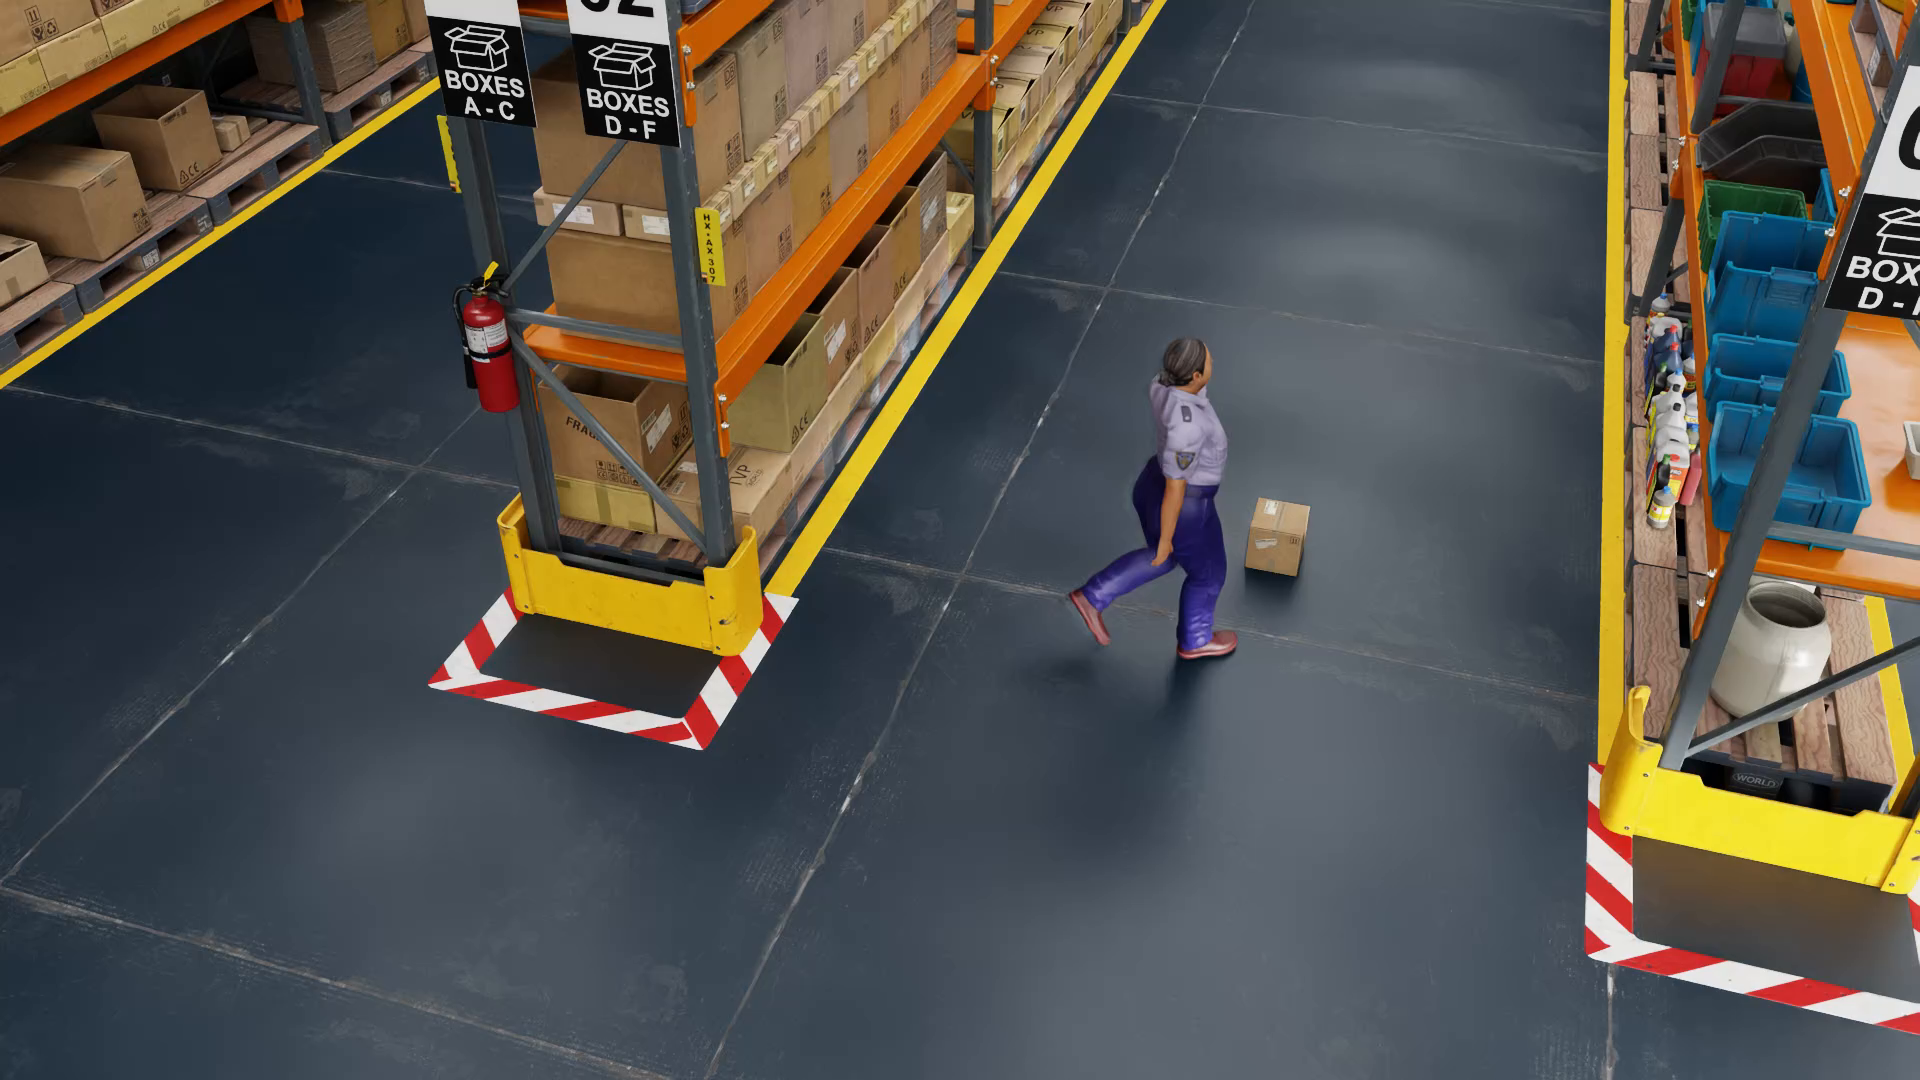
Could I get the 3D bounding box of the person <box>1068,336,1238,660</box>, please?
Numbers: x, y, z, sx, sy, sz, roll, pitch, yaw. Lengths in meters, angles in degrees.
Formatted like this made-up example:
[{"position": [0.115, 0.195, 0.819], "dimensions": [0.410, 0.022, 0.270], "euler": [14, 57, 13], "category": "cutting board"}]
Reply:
[{"position": [0.881, -0.149, 7.115], "dimensions": [0.772, 1.596, 0.498], "euler": [-7, 38, -9], "category": "person"}]
